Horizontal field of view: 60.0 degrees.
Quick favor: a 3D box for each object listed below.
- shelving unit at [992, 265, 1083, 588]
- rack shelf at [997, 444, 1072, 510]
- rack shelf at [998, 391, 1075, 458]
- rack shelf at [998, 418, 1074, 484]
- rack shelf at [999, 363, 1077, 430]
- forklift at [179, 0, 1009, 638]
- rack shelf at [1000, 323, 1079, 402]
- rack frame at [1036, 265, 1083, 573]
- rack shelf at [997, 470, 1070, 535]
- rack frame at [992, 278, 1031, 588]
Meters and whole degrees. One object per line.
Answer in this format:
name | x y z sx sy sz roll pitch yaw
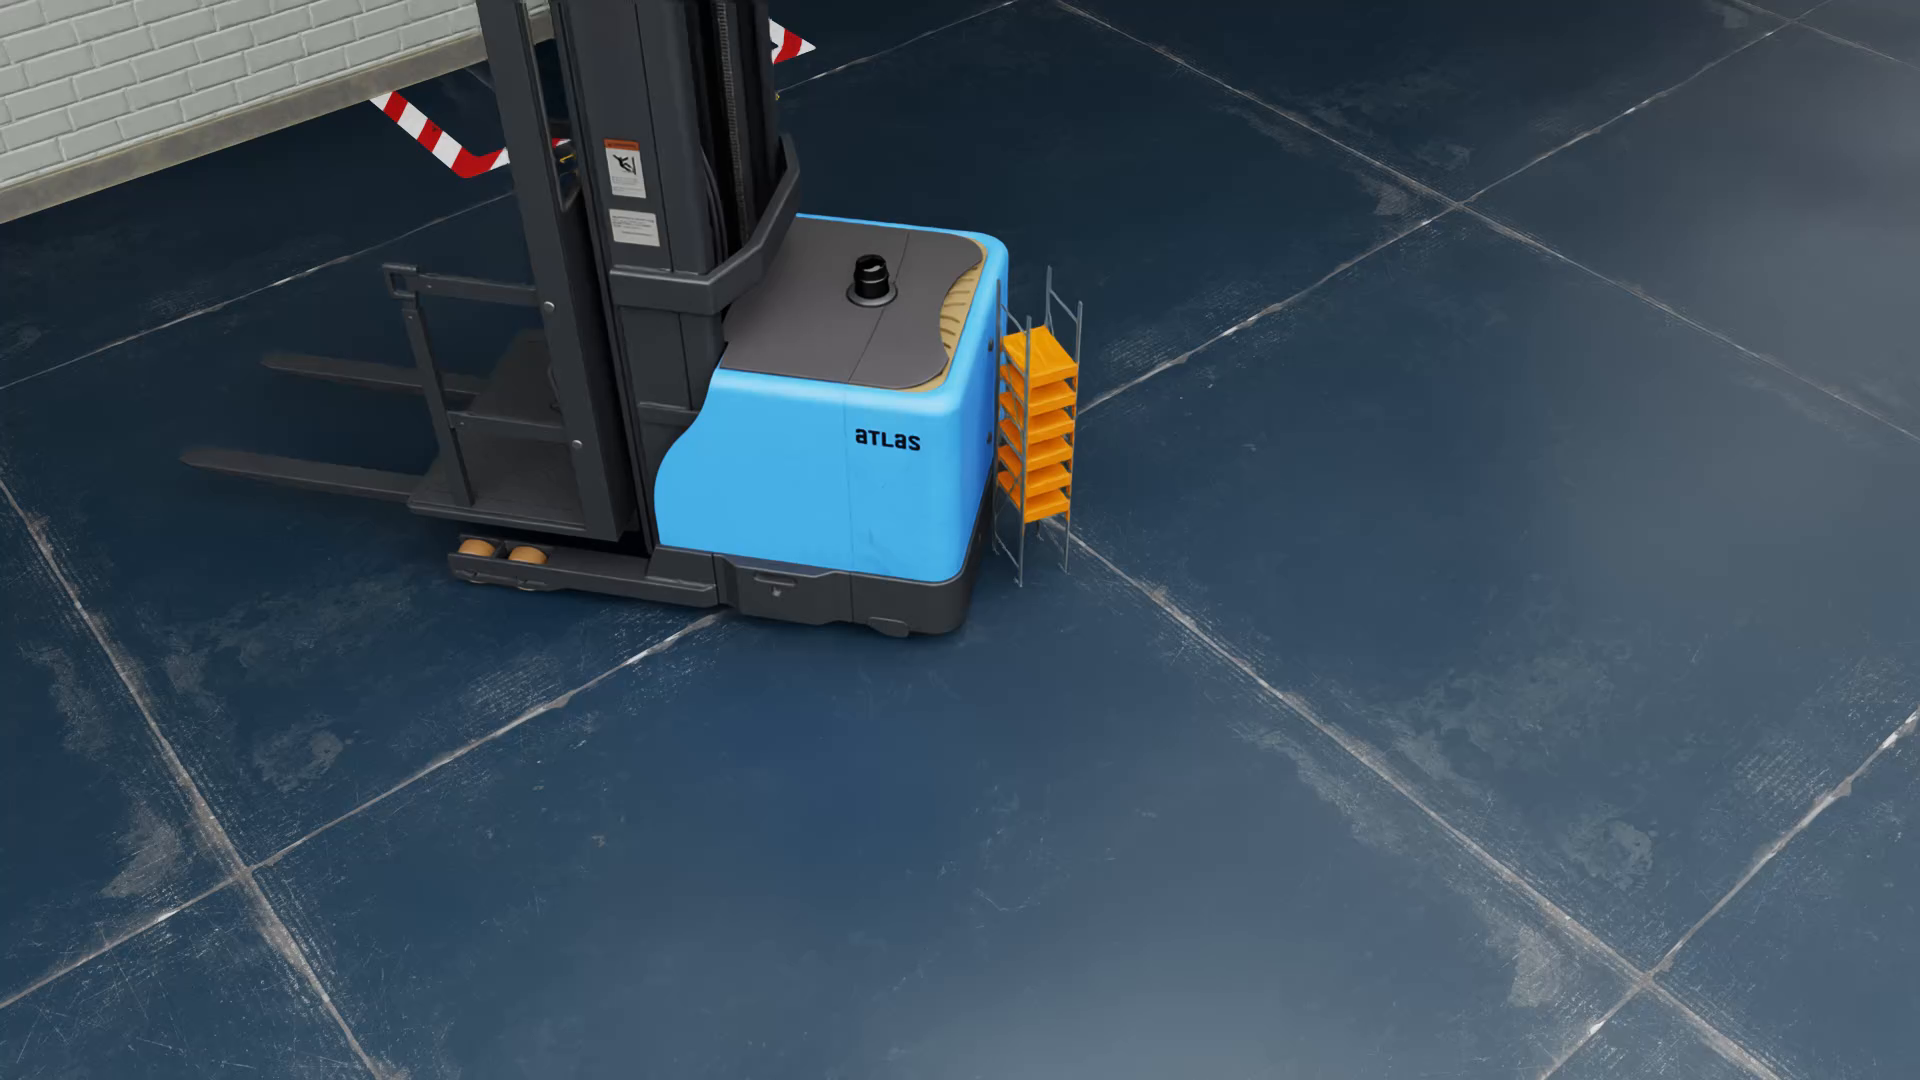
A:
shelving unit | 0.256 -0.363 5.760 0.189 1.200 0.258 -17 46 -18
rack shelf | 0.256 -0.243 5.873 0.180 0.103 0.258 -17 46 -18
rack shelf | 0.256 -0.418 5.709 0.180 0.103 0.258 -17 46 -18
rack shelf | 0.256 -0.331 5.791 0.180 0.103 0.258 -17 46 -18
rack shelf | 0.256 -0.506 5.626 0.180 0.103 0.258 -17 46 -18
forklift | -1.386 -1.229 5.418 3.031 2.935 1.130 8 44 8
rack shelf | 0.256 -0.593 5.544 0.180 0.103 0.258 -17 46 -18
rack frame | 0.339 -0.389 5.788 0.006 1.200 0.240 -17 46 -18
rack shelf | 0.256 -0.156 5.955 0.180 0.103 0.258 -17 46 -18
rack frame | 0.172 -0.337 5.733 0.006 1.200 0.240 -17 46 -18
